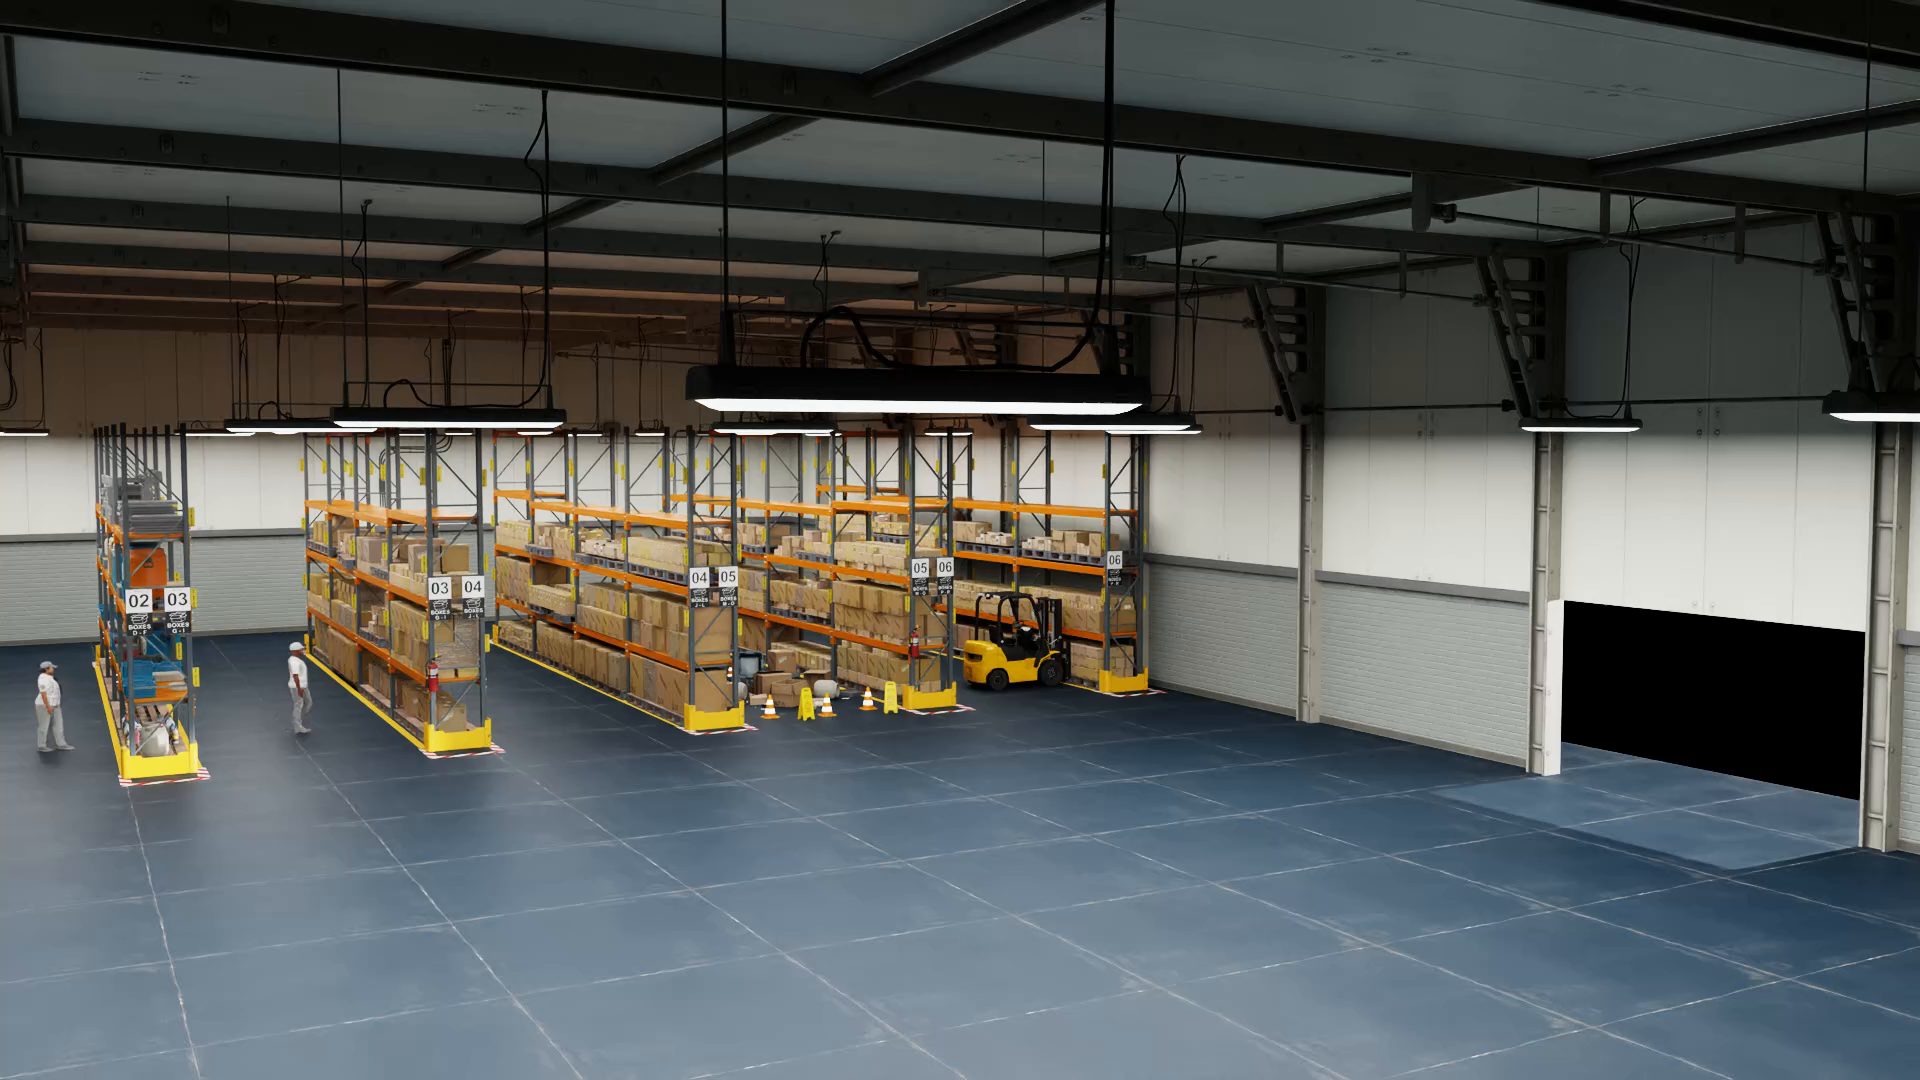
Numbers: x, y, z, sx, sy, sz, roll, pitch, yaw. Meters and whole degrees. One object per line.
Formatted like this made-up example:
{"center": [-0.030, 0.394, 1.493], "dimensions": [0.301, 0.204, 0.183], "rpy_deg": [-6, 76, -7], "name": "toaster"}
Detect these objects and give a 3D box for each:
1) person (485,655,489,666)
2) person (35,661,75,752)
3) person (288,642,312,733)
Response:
{"center": [-12.273, 2.285, 42.105], "dimensions": [0.530, 1.728, 1.047], "rpy_deg": [-2, 4, -31], "name": "person"}
{"center": [-16.662, 3.056, 30.512], "dimensions": [0.564, 1.665, 0.517], "rpy_deg": [0, 3, 4], "name": "person"}
{"center": [-12.921, 2.880, 32.520], "dimensions": [0.456, 1.770, 0.622], "rpy_deg": [0, 3, -3], "name": "person"}
